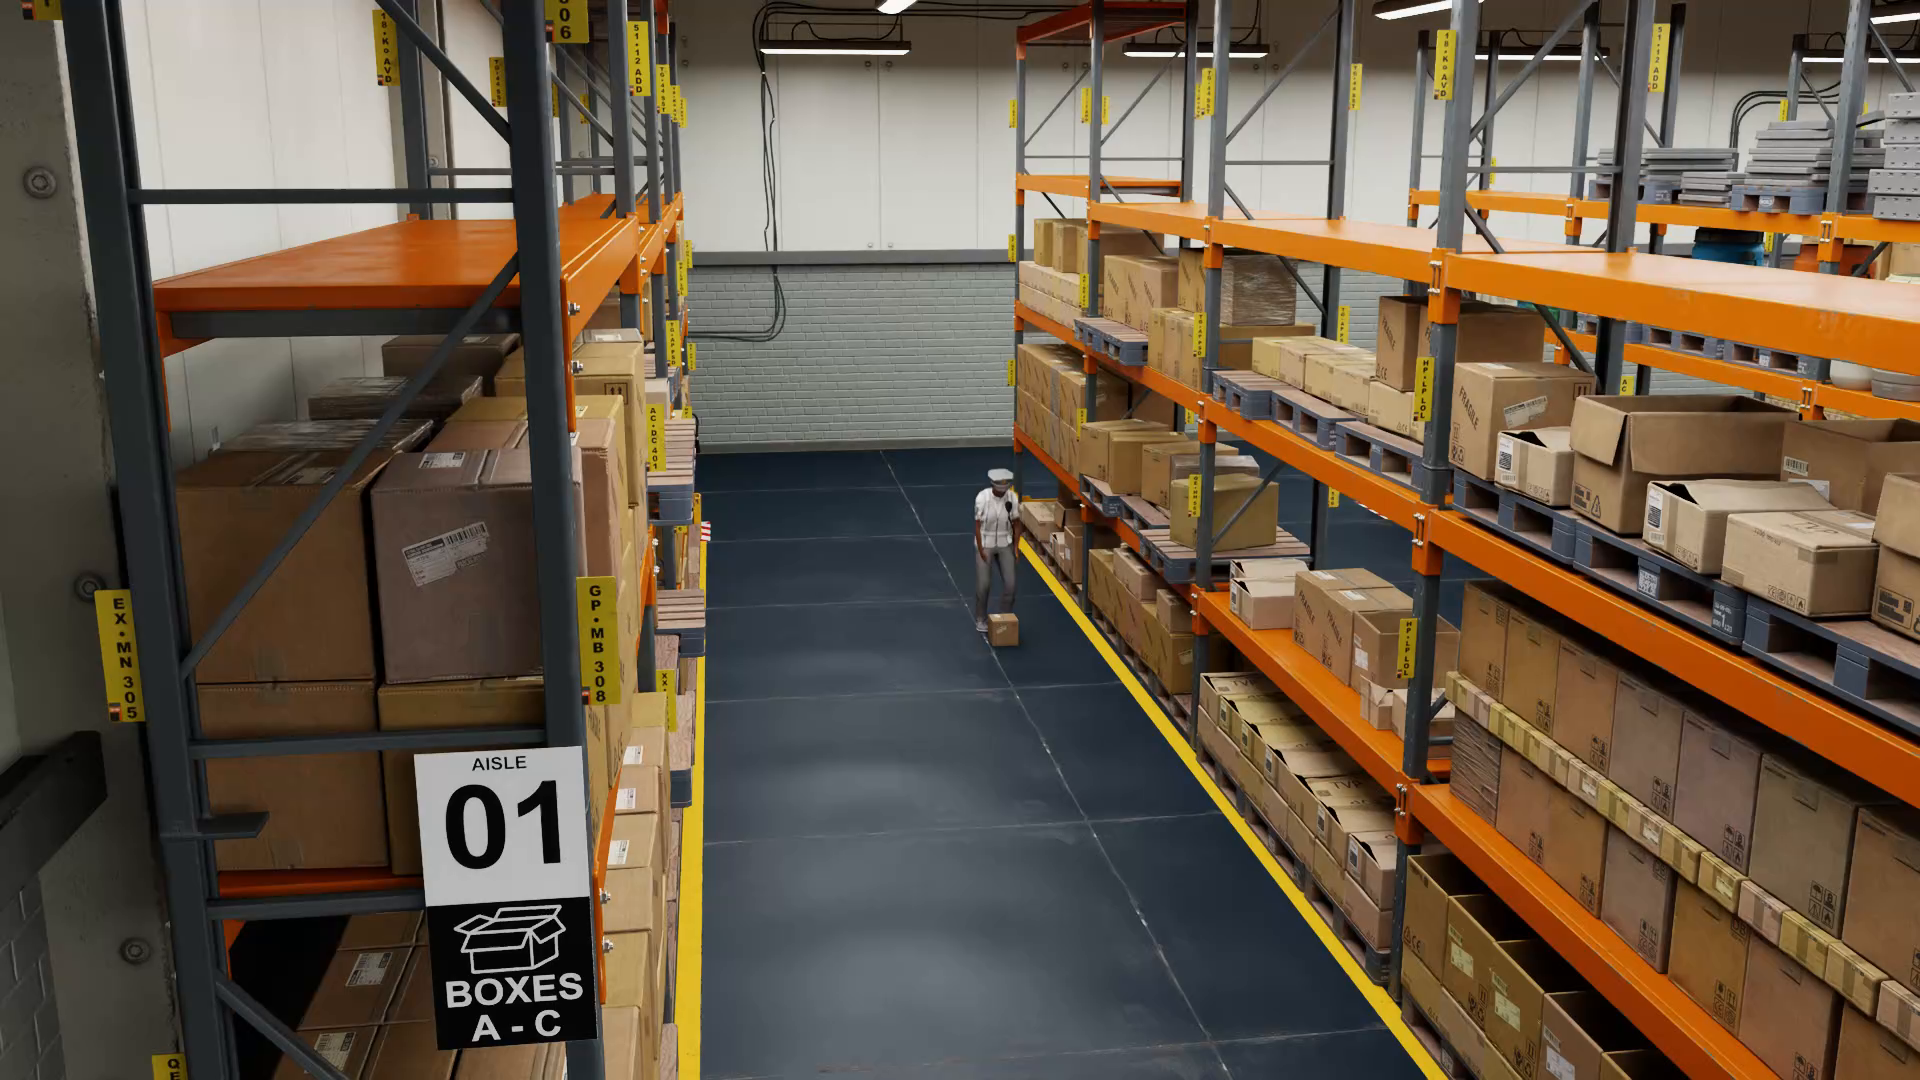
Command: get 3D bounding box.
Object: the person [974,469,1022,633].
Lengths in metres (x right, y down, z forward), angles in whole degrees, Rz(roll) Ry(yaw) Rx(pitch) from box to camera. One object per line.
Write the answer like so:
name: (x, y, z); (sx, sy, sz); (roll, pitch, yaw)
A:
person: (0.370, 0.095, 16.219); (0.461, 1.615, 0.460); (-2, 13, -9)
